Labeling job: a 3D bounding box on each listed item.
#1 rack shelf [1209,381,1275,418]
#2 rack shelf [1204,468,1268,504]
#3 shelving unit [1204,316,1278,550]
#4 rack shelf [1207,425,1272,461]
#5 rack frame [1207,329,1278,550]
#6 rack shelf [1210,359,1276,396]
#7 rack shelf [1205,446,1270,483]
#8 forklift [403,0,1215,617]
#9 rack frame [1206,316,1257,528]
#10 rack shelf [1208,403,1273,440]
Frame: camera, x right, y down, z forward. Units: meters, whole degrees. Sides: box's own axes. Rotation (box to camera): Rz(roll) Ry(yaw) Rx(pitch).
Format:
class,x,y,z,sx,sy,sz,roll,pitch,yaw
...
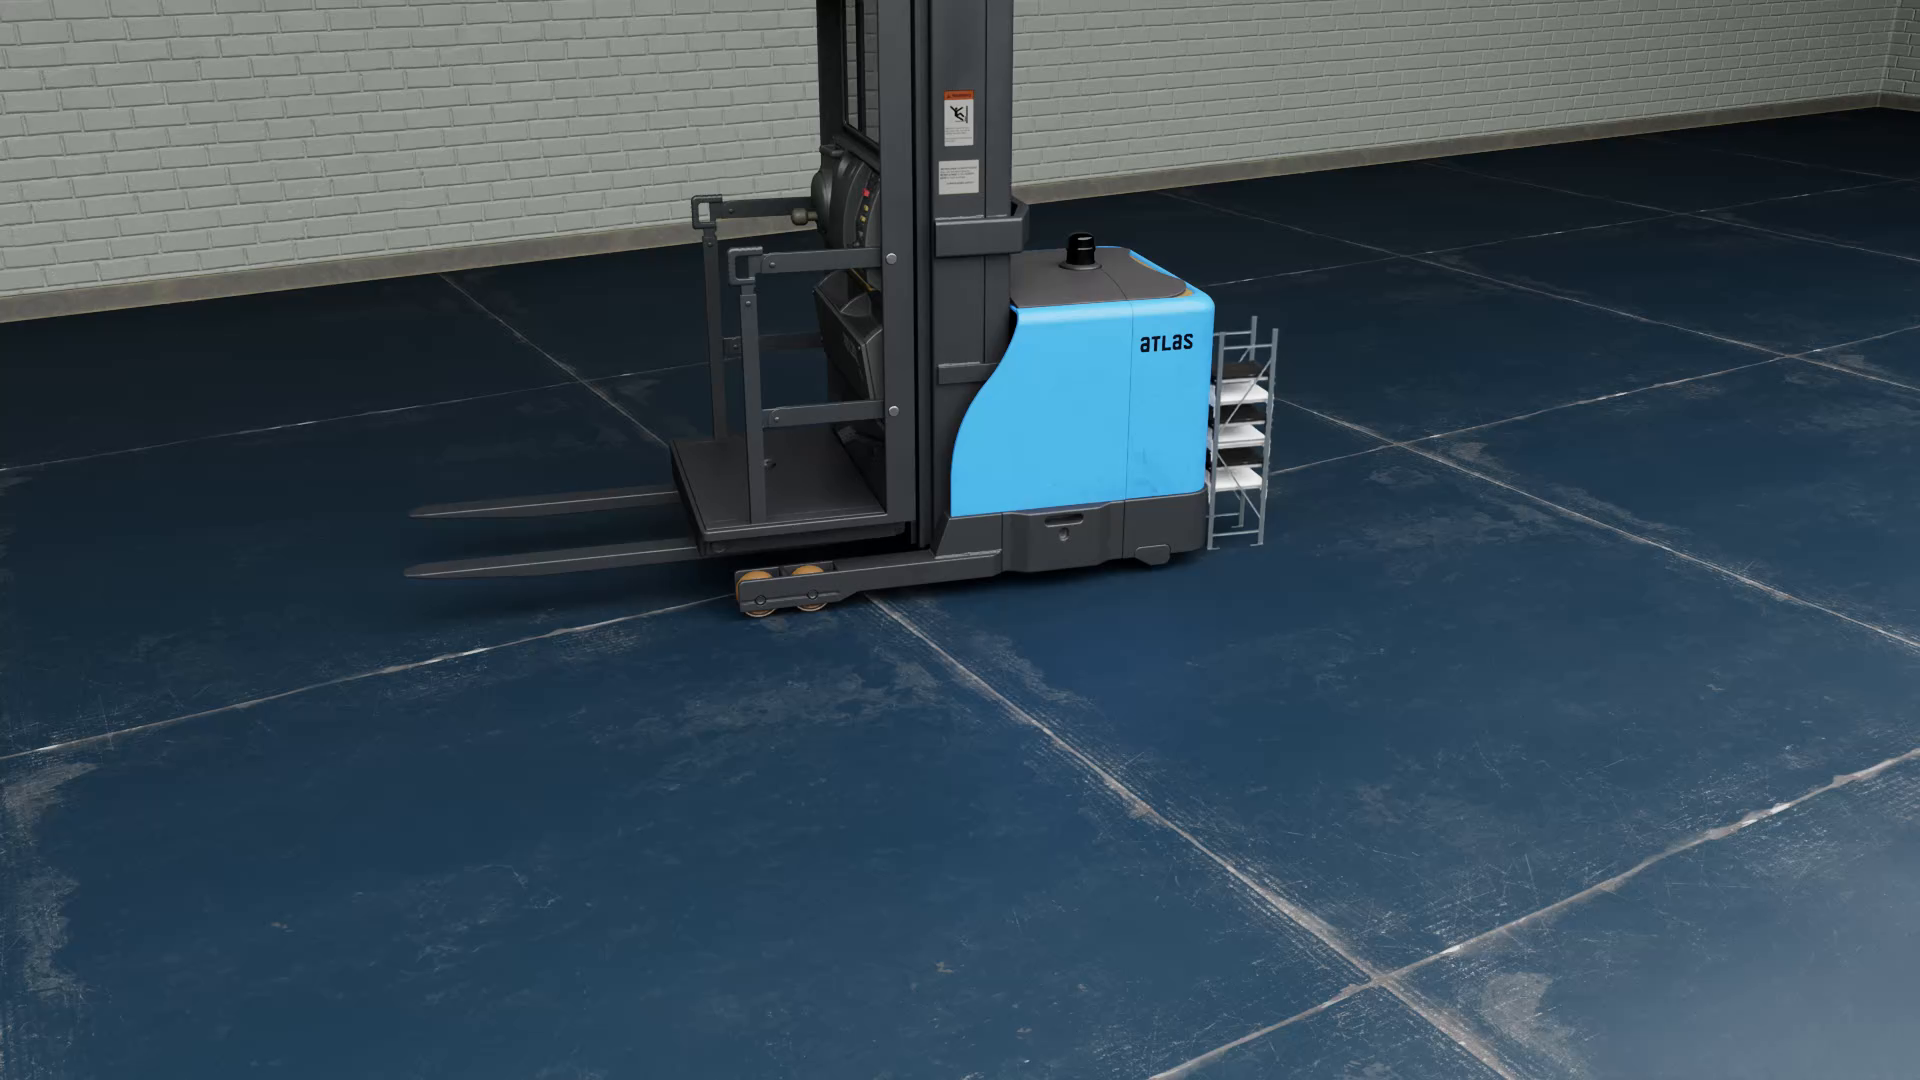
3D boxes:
class,x,y,z,sx,sy,sz,roll,pitch,yaw
rack shelf,1.088,-0.561,6.605,0.258,0.077,0.200,-5,22,-13
rack shelf,1.088,-0.227,6.739,0.258,0.077,0.200,-5,22,-13
shelving unit,1.088,-0.425,6.659,0.258,0.900,0.210,-5,22,-13
rack shelf,1.088,-0.394,6.672,0.258,0.077,0.200,-5,22,-13
rack frame,1.112,-0.388,6.568,0.240,0.900,0.006,-5,22,-13
rack shelf,1.088,-0.644,6.571,0.258,0.077,0.200,-5,22,-13
rack shelf,1.088,-0.310,6.705,0.258,0.077,0.200,-5,22,-13
forklift,-0.605,-1.295,6.105,3.031,2.935,1.130,-6,23,-14
rack frame,1.064,-0.461,6.751,0.240,0.900,0.006,-5,22,-13
rack shelf,1.088,-0.477,6.638,0.258,0.077,0.200,-5,22,-13
